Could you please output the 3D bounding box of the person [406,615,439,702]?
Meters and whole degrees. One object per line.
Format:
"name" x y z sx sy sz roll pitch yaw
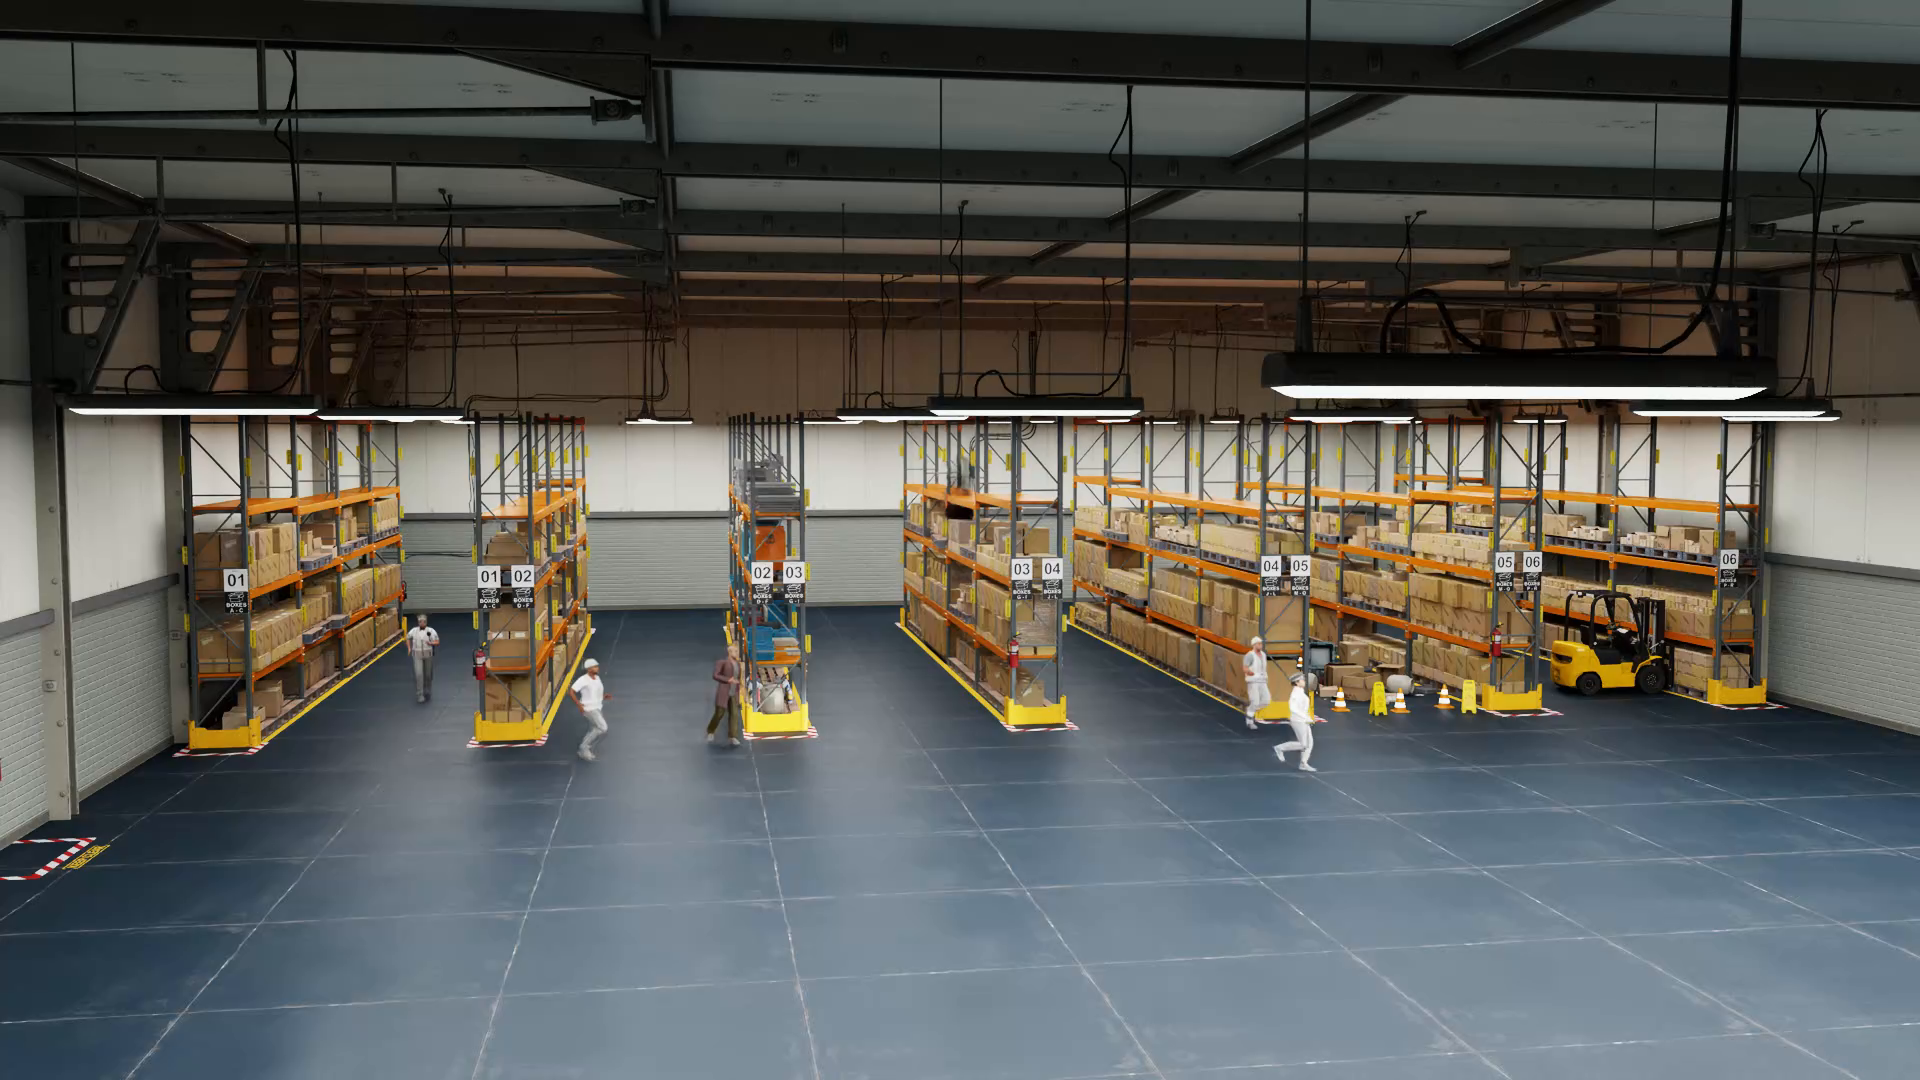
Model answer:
"person" -11.273 2.440 34.912 0.662 1.768 0.989 -2 4 -21

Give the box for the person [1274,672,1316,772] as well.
"person" 5.604 3.015 27.721 0.696 1.671 0.617 1 4 18

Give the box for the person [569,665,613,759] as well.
"person" -6.280 2.923 28.537 0.644 1.694 0.690 1 4 12

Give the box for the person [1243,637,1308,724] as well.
"person" 5.699 2.801 29.688 2.842 1.684 3.647 -3 5 -35

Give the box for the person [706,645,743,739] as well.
"person" -4.148 2.744 30.032 0.691 1.671 0.815 -3 5 -40
